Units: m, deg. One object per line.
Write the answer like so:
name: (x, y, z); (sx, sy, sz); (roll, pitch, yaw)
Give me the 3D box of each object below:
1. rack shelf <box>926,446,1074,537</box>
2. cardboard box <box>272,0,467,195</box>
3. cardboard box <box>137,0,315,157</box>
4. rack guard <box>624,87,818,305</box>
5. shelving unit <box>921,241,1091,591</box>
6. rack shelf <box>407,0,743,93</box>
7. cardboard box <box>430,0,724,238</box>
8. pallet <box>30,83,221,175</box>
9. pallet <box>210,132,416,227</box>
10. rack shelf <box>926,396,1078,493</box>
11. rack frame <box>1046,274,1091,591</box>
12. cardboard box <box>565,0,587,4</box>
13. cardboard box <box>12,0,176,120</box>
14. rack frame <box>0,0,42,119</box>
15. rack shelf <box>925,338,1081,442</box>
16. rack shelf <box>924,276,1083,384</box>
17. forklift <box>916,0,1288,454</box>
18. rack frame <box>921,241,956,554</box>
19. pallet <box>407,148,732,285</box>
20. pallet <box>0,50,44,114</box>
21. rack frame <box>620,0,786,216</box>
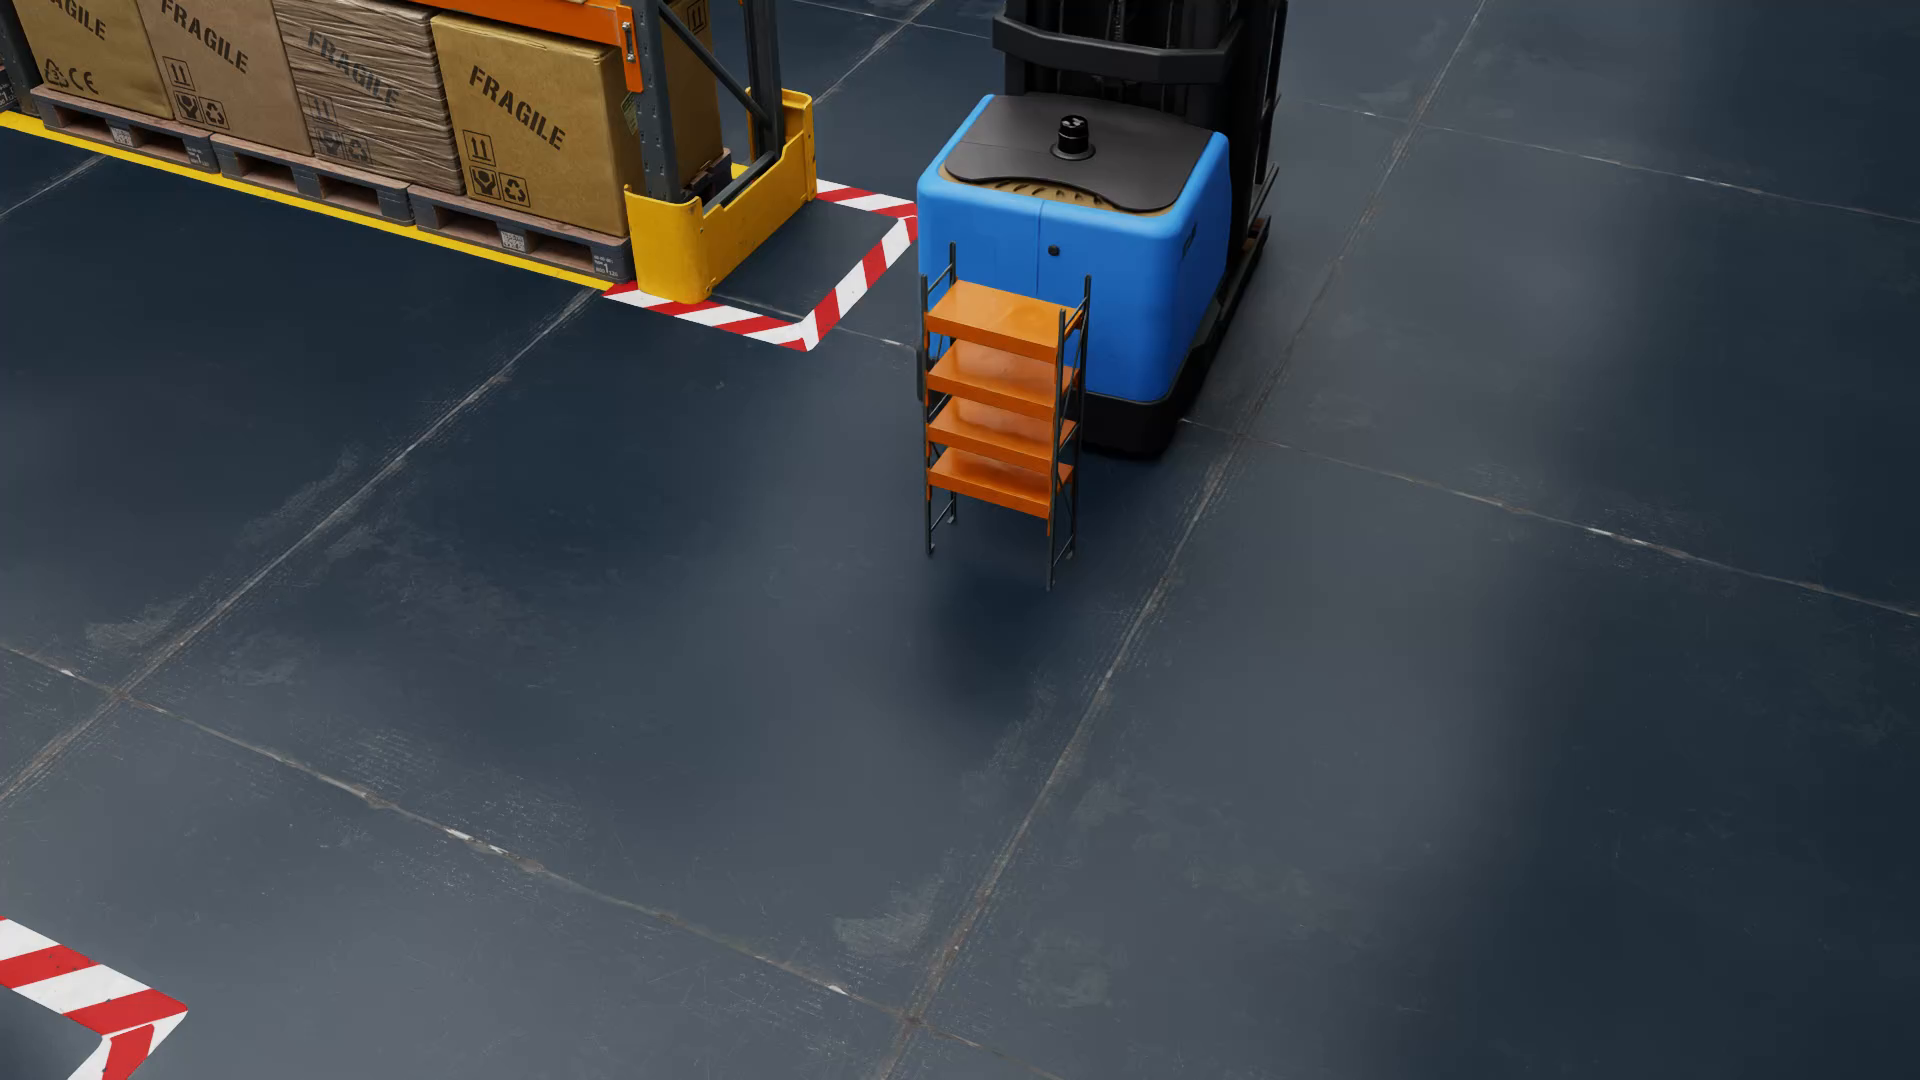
rack shelf: (0.150, -0.207, 5.978); (0.480, 0.148, 0.258); (17, 44, 19)
cardboard box: (-2.547, -2.315, 7.933); (0.875, 0.875, 0.875); (17, 44, 19)
cardboard box: (-3.353, -2.562, 8.217); (0.875, 0.875, 0.875); (17, 44, 19)
rack guard: (-1.087, -1.627, 7.745); (0.348, 0.500, 1.175); (17, 44, 19)
shelving unit: (0.150, -0.408, 5.804); (0.503, 1.200, 0.258); (17, 44, 19)
rack shelf: (-2.921, -2.860, 7.809); (4.000, 0.370, 1.077); (17, 44, 19)
cardboard box: (-1.722, -2.063, 7.642); (0.875, 0.875, 0.875); (17, 44, 19)
pallet: (-4.077, -2.375, 8.829); (1.213, 0.211, 1.003); (17, 44, 19)
pallet: (-2.968, -2.038, 8.440); (1.213, 0.211, 1.003); (17, 44, 19)
rack shelf: (0.150, -0.357, 5.848); (0.480, 0.148, 0.258); (17, 44, 19)
rack frame: (0.371, -0.340, 5.726); (0.015, 1.200, 0.240); (17, 44, 19)
cardboard box: (-1.570, -2.386, 6.905); (0.250, 0.149, 0.380); (18, 44, 19)
cardboard box: (-4.169, -2.811, 8.505); (0.875, 0.875, 0.875); (17, 44, 19)
rack frame: (-4.733, -3.686, 8.212); (0.127, 3.000, 1.000); (17, 44, 19)
rack shelf: (0.150, -0.526, 5.702); (0.480, 0.148, 0.258); (17, 44, 19)
rack shelf: (0.150, -0.704, 5.547); (0.480, 0.148, 0.258); (17, 44, 19)
forklift: (0.812, -2.421, 6.806); (1.130, 2.935, 3.031); (14, 43, 15)
rack frame: (-0.071, -0.475, 5.882); (0.015, 1.200, 0.240); (17, 44, 19)
pallet: (-1.866, -1.699, 8.049); (1.213, 0.211, 1.003); (17, 44, 19)
pallet: (-5.464, -2.801, 9.320); (1.213, 0.211, 1.003); (17, 44, 19)
rack frame: (-1.108, -2.578, 6.934); (0.127, 3.000, 1.000); (17, 44, 19)
